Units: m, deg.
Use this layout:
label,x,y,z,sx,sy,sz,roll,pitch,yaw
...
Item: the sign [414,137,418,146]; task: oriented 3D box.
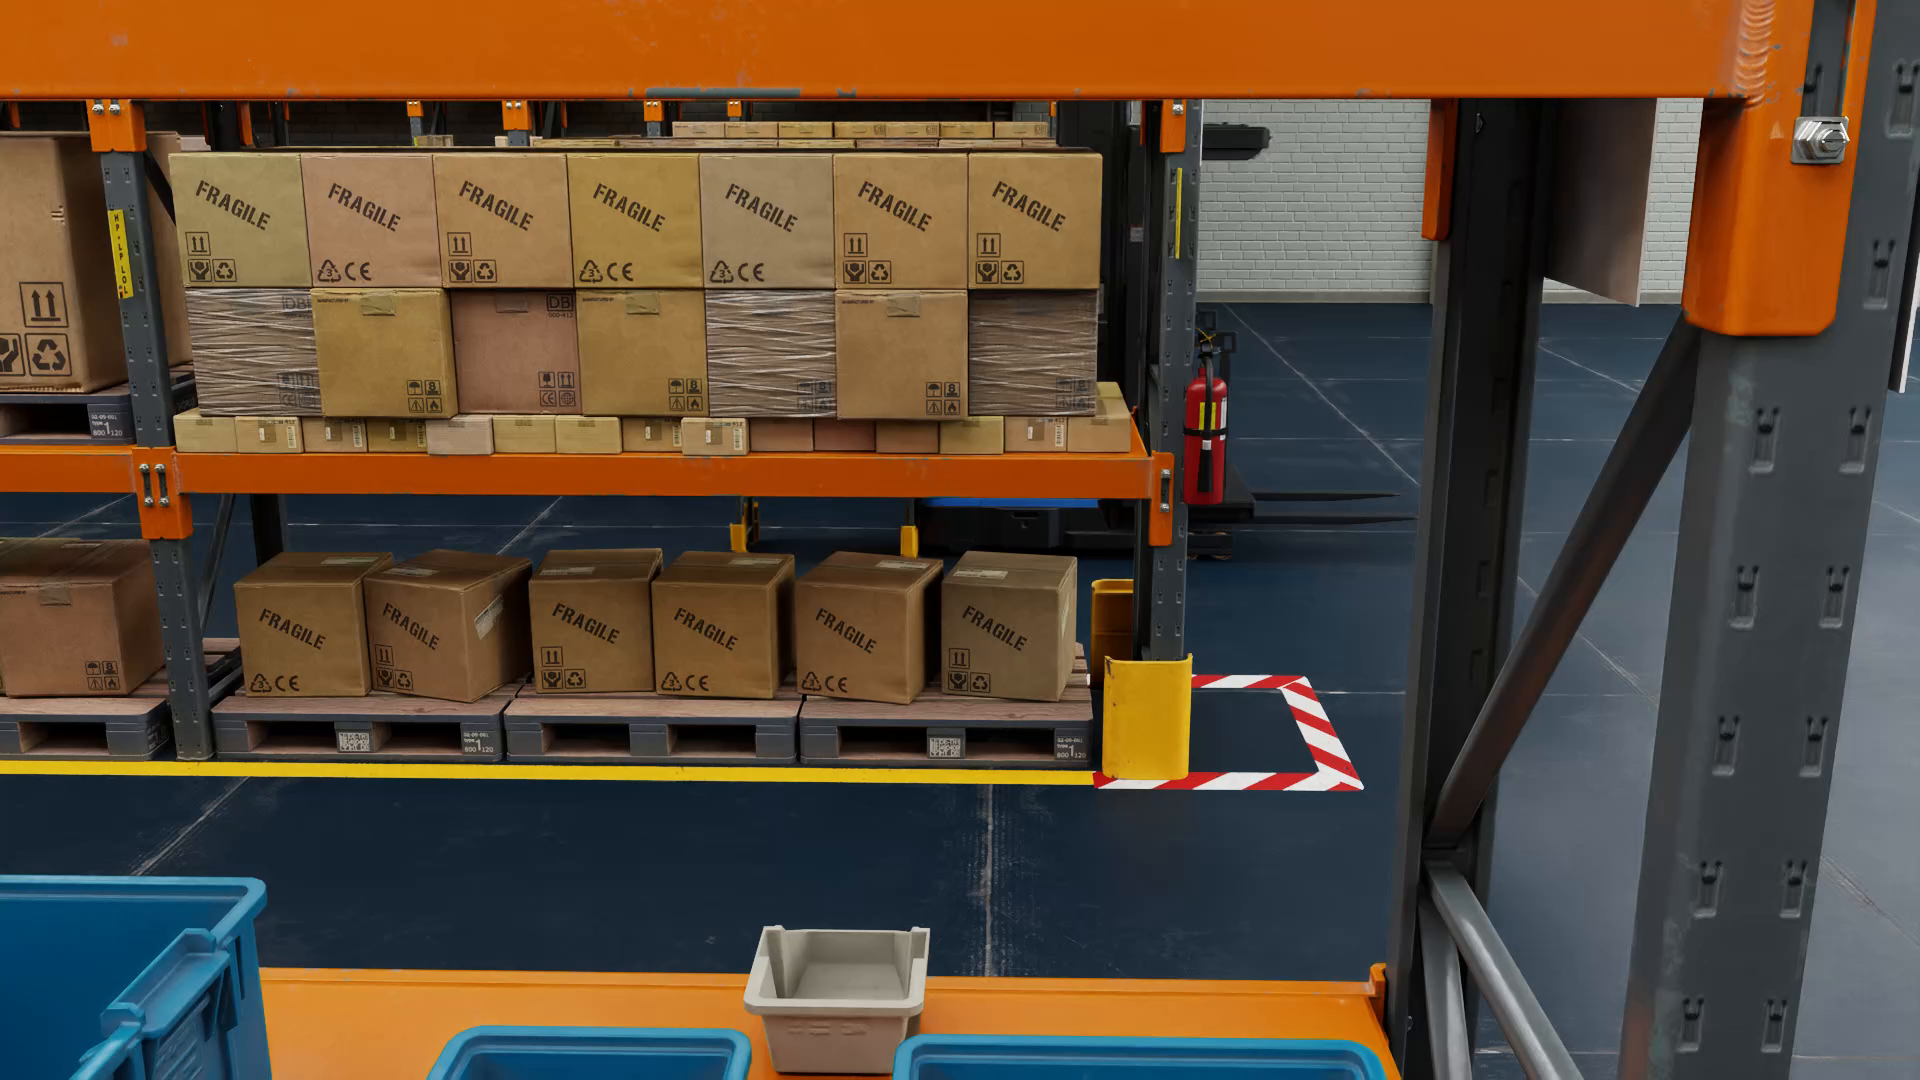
label,x,y,z,sx,sy,sz,roll,pitch,yaw
sign,-6.785,-4.862,20.776,0.005,0.325,0.100,0,15,1

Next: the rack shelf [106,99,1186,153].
label,x,y,z,sx,sy,sz,roll,pitch,yaw
rack shelf,-1.159,-1.750,6.622,4.000,0.370,1.077,0,15,1

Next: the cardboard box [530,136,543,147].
label,x,y,z,sx,sy,sz,roll,pitch,yaw
cardboard box,-4.062,-3.843,16.152,0.250,0.149,0.380,0,15,0

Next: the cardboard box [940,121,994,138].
label,x,y,z,sx,sy,sz,roll,pitch,yaw
cardboard box,0.072,-3.790,16.086,0.500,0.500,0.700,1,15,2

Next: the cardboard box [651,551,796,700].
label,x,y,z,sx,sy,sz,roll,pitch,yaw
cardboard box,-1.007,0.359,7.176,0.500,0.500,0.500,2,15,7

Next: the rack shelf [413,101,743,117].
label,x,y,z,sx,sy,sz,roll,pitch,yaw
rack shelf,-4.781,-5.569,21.098,4.000,0.370,1.077,0,15,1

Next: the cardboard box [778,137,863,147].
label,x,y,z,sx,sy,sz,roll,pitch,yaw
cardboard box,-0.943,-2.494,11.502,0.500,0.550,0.875,0,15,1

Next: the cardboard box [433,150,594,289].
label,x,y,z,sx,sy,sz,roll,pitch,yaw
cardboard box,-1.715,-1.262,6.503,0.500,0.500,0.500,0,15,1

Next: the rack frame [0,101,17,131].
label,x,y,z,sx,sy,sz,roll,pitch,yaw
rack frame,-6.929,-1.950,11.853,0.127,3.000,1.000,0,15,1

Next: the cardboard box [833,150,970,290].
label,x,y,z,sx,sy,sz,roll,pitch,yaw
cardboard box,-0.216,-1.252,6.467,0.500,0.500,0.500,0,15,1

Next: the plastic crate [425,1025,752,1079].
label,x,y,z,sx,sy,sz,roll,pitch,yaw
plastic crate,-0.443,0.768,1.840,0.408,0.251,0.499,0,15,1

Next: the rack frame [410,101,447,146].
label,x,y,z,sx,sy,sz,roll,pitch,yaw
rack frame,-6.781,-4.479,21.438,0.127,3.000,1.000,0,15,1

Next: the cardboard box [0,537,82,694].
label,x,y,z,sx,sy,sz,roll,pitch,yaw
cardboard box,-4.248,0.318,7.291,0.500,0.500,0.700,0,15,1

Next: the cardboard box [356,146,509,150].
label,x,y,z,sx,sy,sz,roll,pitch,yaw
cardboard box,-2.201,-1.400,7.028,0.500,0.500,0.500,0,15,1

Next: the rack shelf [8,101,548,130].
label,x,y,z,sx,sy,sz,roll,pitch,yaw
rack shelf,-4.930,-3.040,11.513,4.000,0.370,1.077,0,15,1

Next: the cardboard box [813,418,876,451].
label,x,y,z,sx,sy,sz,roll,pitch,yaw
cardboard box,-0.449,-0.470,6.734,0.250,0.149,0.380,0,15,1

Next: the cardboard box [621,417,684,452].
label,x,y,z,sx,sy,sz,roll,pitch,yaw
cardboard box,-1.200,-0.464,6.712,0.250,0.149,0.380,0,15,1

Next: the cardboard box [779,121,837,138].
label,x,y,z,sx,sy,sz,roll,pitch,yaw
cardboard box,-1.459,-3.786,16.070,0.500,0.500,0.700,0,15,0

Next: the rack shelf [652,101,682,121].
label,x,y,z,sx,sy,sz,roll,pitch,yaw
rack shelf,-0.906,-4.277,16.201,4.000,0.370,1.077,0,15,1

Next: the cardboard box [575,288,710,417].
label,x,y,z,sx,sy,sz,roll,pitch,yaw
cardboard box,-1.210,-0.830,6.827,0.500,0.500,0.875,0,15,1

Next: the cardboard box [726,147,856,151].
label,x,y,z,sx,sy,sz,roll,pitch,yaw
cardboard box,-0.702,-1.391,6.992,0.500,0.500,0.500,0,15,1

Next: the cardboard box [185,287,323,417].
label,x,y,z,sx,sy,sz,roll,pitch,yaw
cardboard box,-2.710,-0.834,6.841,0.500,0.500,0.875,0,15,1

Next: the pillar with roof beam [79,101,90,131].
label,x,y,z,sx,sy,sz,roll,pitch,yaw
pillar with roof beam,-11.562,-6.543,17.499,0.400,9.000,9.100,0,15,1

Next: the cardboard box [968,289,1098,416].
label,x,y,z,sx,sy,sz,roll,pitch,yaw
cardboard box,0.291,-0.837,6.853,0.500,0.500,0.875,0,15,1

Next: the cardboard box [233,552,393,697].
label,x,y,z,sx,sy,sz,roll,pitch,yaw
cardboard box,-2.759,0.358,7.179,0.500,0.500,0.500,0,15,0

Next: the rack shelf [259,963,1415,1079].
label,x,y,z,sx,sy,sz,roll,pitch,yaw
rack shelf,-1.285,0.964,2.217,4.000,0.370,1.077,0,15,1

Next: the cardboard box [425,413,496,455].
label,x,y,z,sx,sy,sz,roll,pitch,yaw
cardboard box,-1.952,-0.450,6.657,0.250,0.149,0.380,0,15,1

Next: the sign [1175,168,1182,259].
label,x,y,z,sx,sy,sz,roll,pitch,yaw
sign,0.806,-1.205,6.140,0.005,0.325,0.100,0,15,1

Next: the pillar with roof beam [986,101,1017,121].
label,x,y,z,sx,sy,sz,roll,pitch,yaw
pillar with roof beam,0.434,-6.465,17.202,0.400,9.000,9.100,0,15,1

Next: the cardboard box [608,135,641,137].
label,x,y,z,sx,sy,sz,roll,pitch,yaw
cardboard box,-3.366,-3.990,16.708,0.250,0.149,0.380,0,15,1

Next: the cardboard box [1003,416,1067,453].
label,x,y,z,sx,sy,sz,roll,pitch,yaw
cardboard box,0.301,-0.464,6.710,0.250,0.149,0.380,0,15,1

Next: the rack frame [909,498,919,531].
label,x,y,z,sx,sy,sz,roll,pitch,yaw
rack frame,-0.275,-0.636,9.810,0.032,1.500,0.500,0,15,2

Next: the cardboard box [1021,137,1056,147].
label,x,y,z,sx,sy,sz,roll,pitch,yaw
cardboard box,0.698,-2.505,11.545,0.550,0.550,0.875,0,15,1

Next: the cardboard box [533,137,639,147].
label,x,y,z,sx,sy,sz,roll,pitch,yaw
cardboard box,-2.562,-2.508,11.555,0.550,0.550,0.875,0,15,1

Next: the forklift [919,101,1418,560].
label,x,y,z,sx,sy,sz,roll,pitch,yaw
forklift,1.285,-1.435,10.034,3.031,2.935,1.130,1,15,2

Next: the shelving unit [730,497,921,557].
label,x,y,z,sx,sy,sz,roll,pitch,yaw
shelving unit,-0.792,-0.640,9.825,1.083,1.500,0.587,0,15,2

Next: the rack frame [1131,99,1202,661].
label,x,y,z,sx,sy,sz,roll,pitch,yaw
rack frame,0.841,-0.634,6.864,0.127,3.000,1.000,0,15,1

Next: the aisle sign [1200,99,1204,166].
label,x,y,z,sx,sy,sz,roll,pitch,yaw
aisle sign,0.895,-1.814,6.240,0.004,0.787,0.394,0,15,1

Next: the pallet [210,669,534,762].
label,x,y,z,sx,sy,sz,roll,pitch,yaw
pallet,-2.486,0.683,7.336,1.213,0.211,1.003,0,15,1

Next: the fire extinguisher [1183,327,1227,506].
label,x,y,z,sx,sy,sz,roll,pitch,yaw
fire extinguisher,0.943,-0.478,6.425,0.183,0.674,0.296,0,15,1

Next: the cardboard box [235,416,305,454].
label,x,y,z,sx,sy,sz,roll,pitch,yaw
cardboard box,-2.701,-0.456,6.680,0.250,0.149,0.380,0,15,1
